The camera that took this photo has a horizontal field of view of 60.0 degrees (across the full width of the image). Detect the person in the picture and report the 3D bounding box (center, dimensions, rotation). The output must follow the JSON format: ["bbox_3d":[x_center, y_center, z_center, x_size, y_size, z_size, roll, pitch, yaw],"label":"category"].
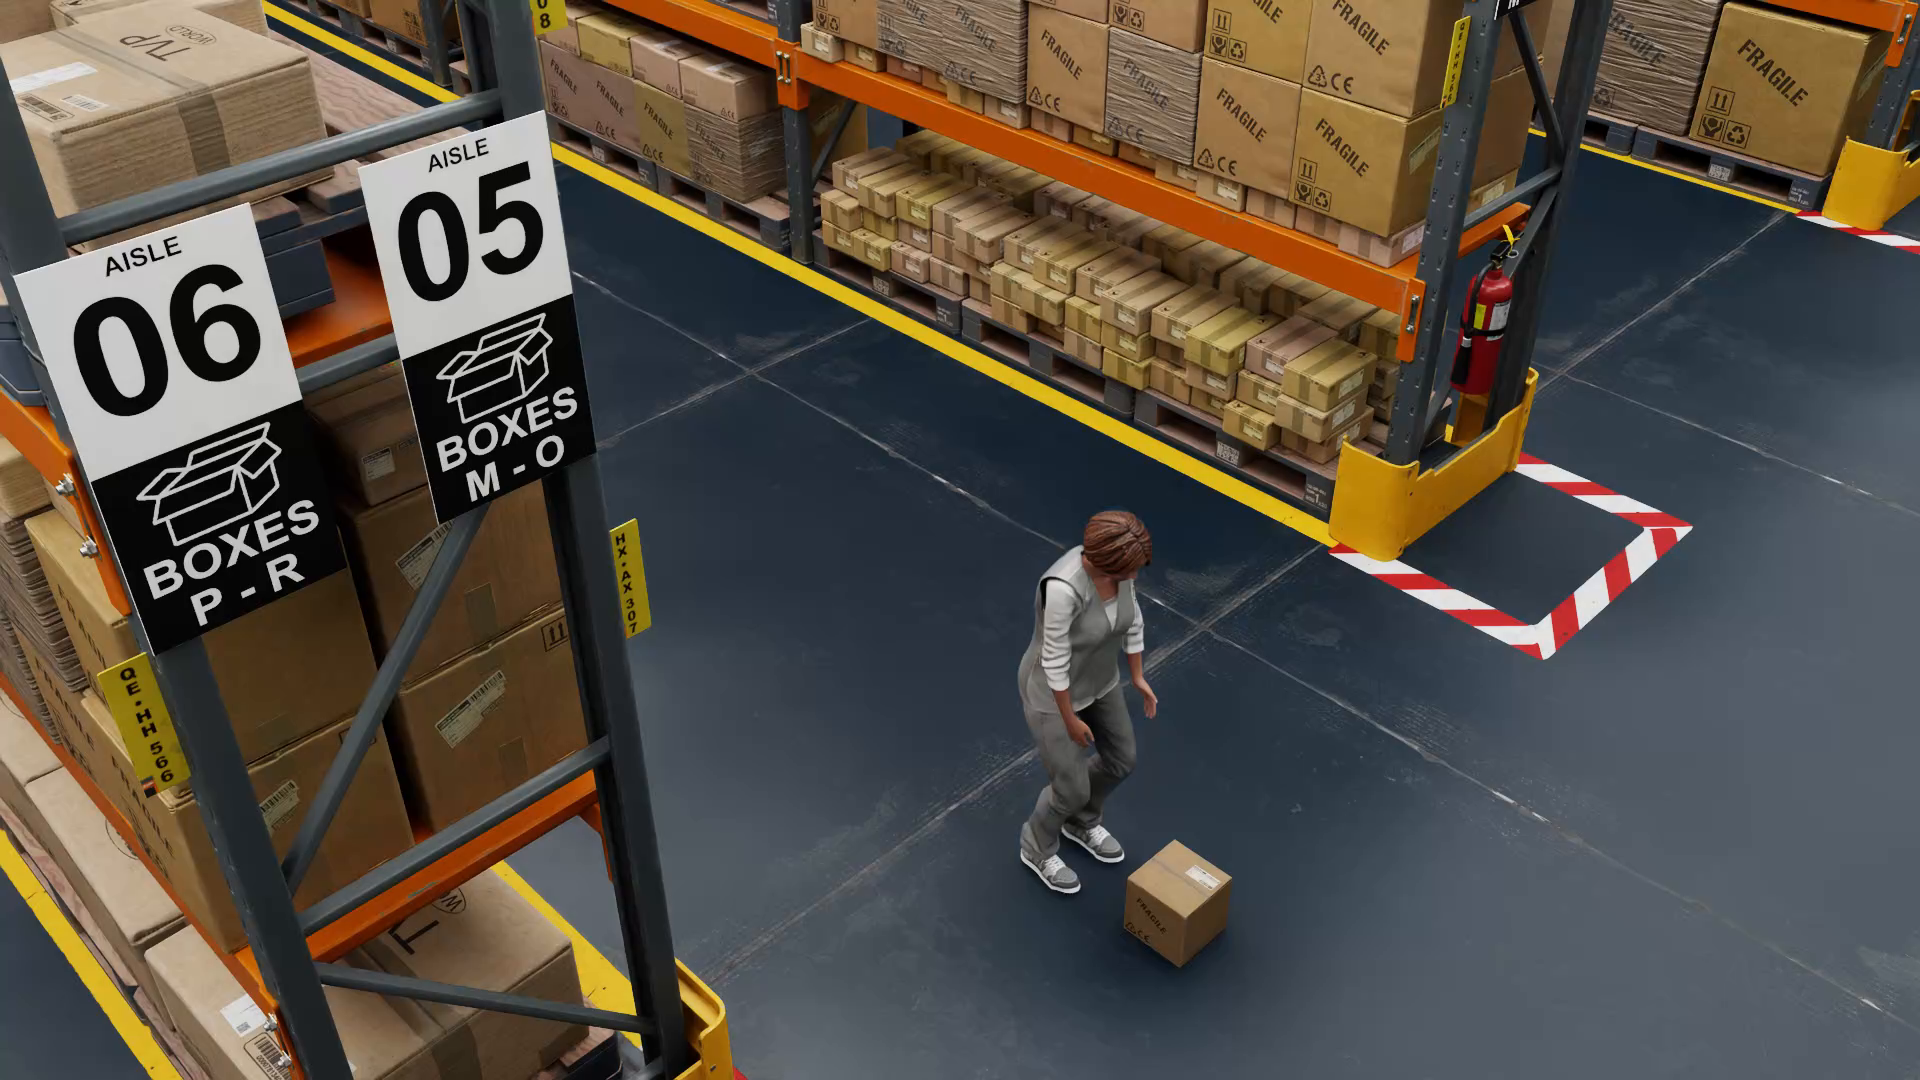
[{"bbox_3d":[0.419,0.513,5.521,0.433,1.523,0.417,-29,45,-34],"label":"person"}]
